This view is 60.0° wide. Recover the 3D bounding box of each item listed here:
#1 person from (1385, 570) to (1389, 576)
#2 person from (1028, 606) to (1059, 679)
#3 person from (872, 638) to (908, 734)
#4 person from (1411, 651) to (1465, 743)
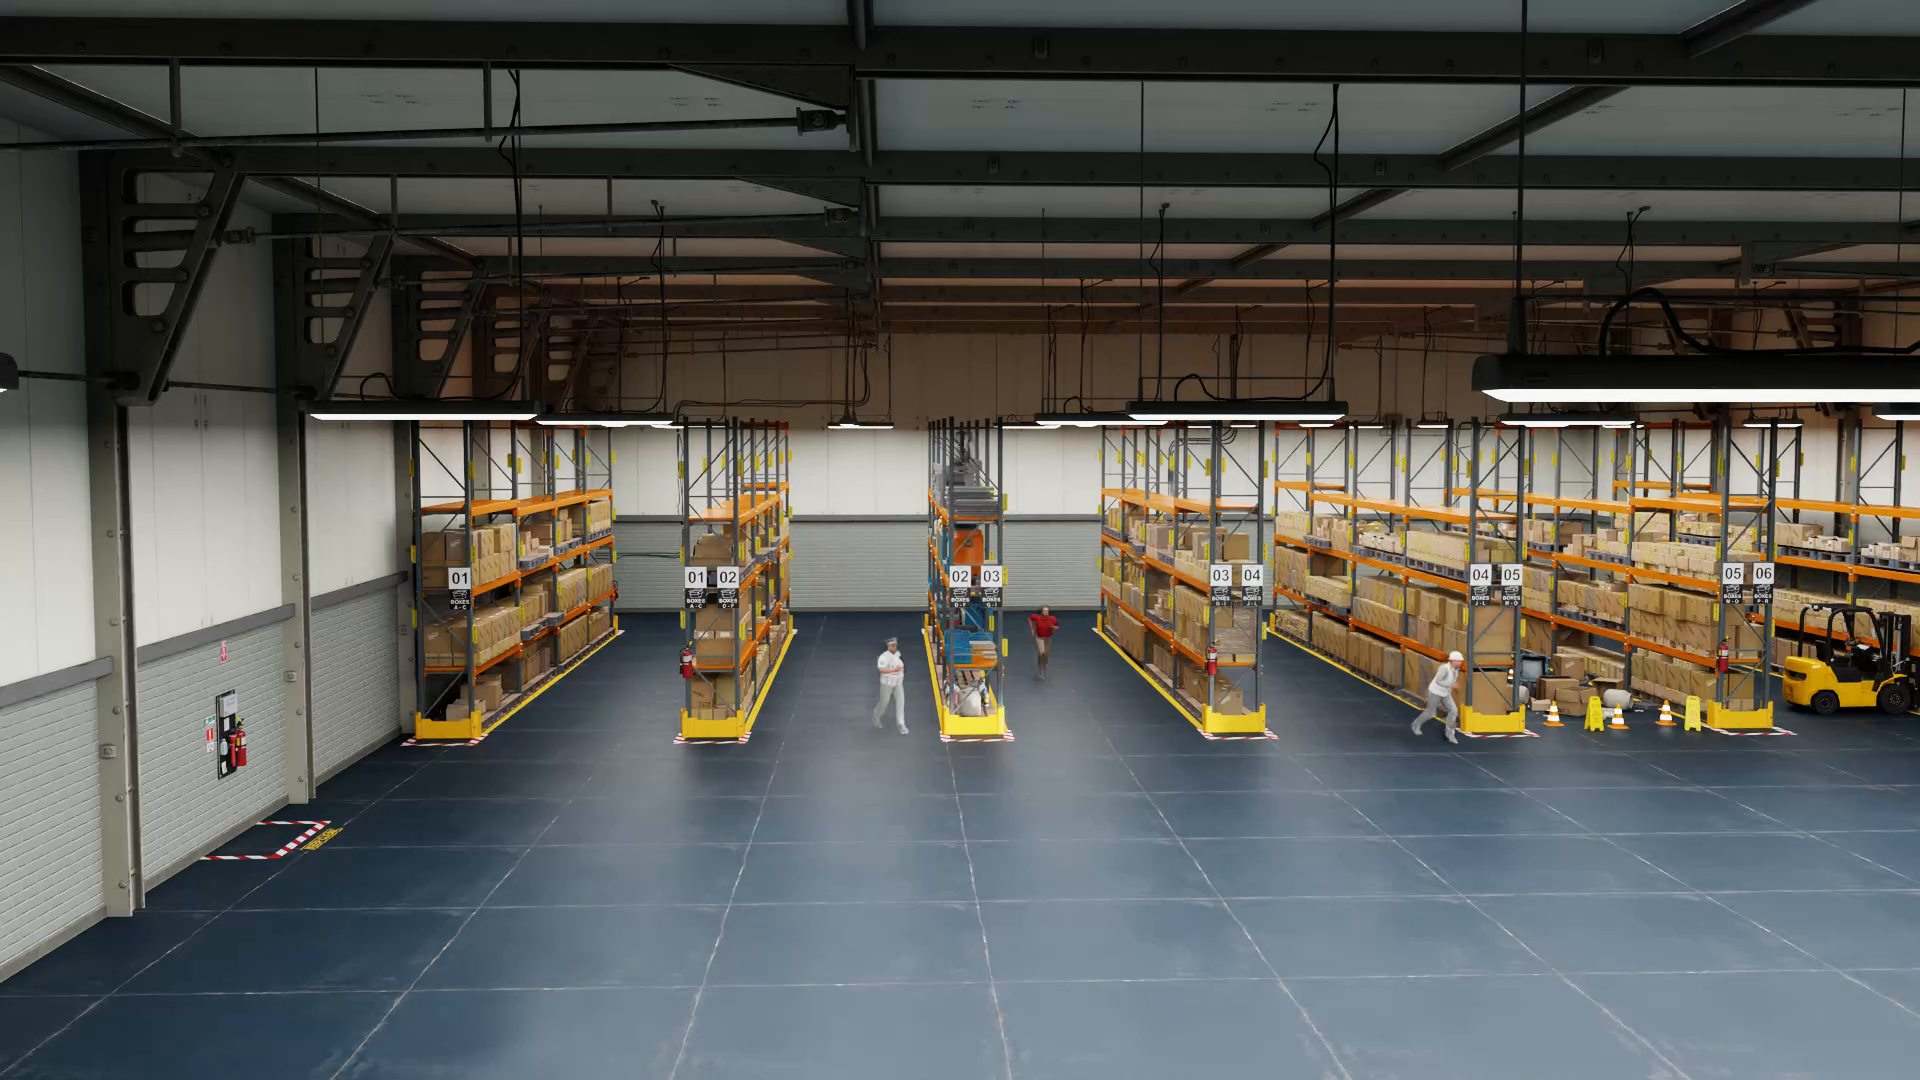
[{"bbox_3d":[12.849,1.643,50.048,0.548,1.653,0.613,-1,4,-17],"label":"person"},{"bbox_3d":[1.945,2.367,38.649,0.647,1.715,0.931,-1,4,-10],"label":"person"},{"bbox_3d":[-1.331,2.746,31.720,0.650,1.790,0.959,-3,5,-39],"label":"person"},{"bbox_3d":[8.878,2.893,30.863,1.033,1.733,0.700,3,5,43],"label":"person"}]
